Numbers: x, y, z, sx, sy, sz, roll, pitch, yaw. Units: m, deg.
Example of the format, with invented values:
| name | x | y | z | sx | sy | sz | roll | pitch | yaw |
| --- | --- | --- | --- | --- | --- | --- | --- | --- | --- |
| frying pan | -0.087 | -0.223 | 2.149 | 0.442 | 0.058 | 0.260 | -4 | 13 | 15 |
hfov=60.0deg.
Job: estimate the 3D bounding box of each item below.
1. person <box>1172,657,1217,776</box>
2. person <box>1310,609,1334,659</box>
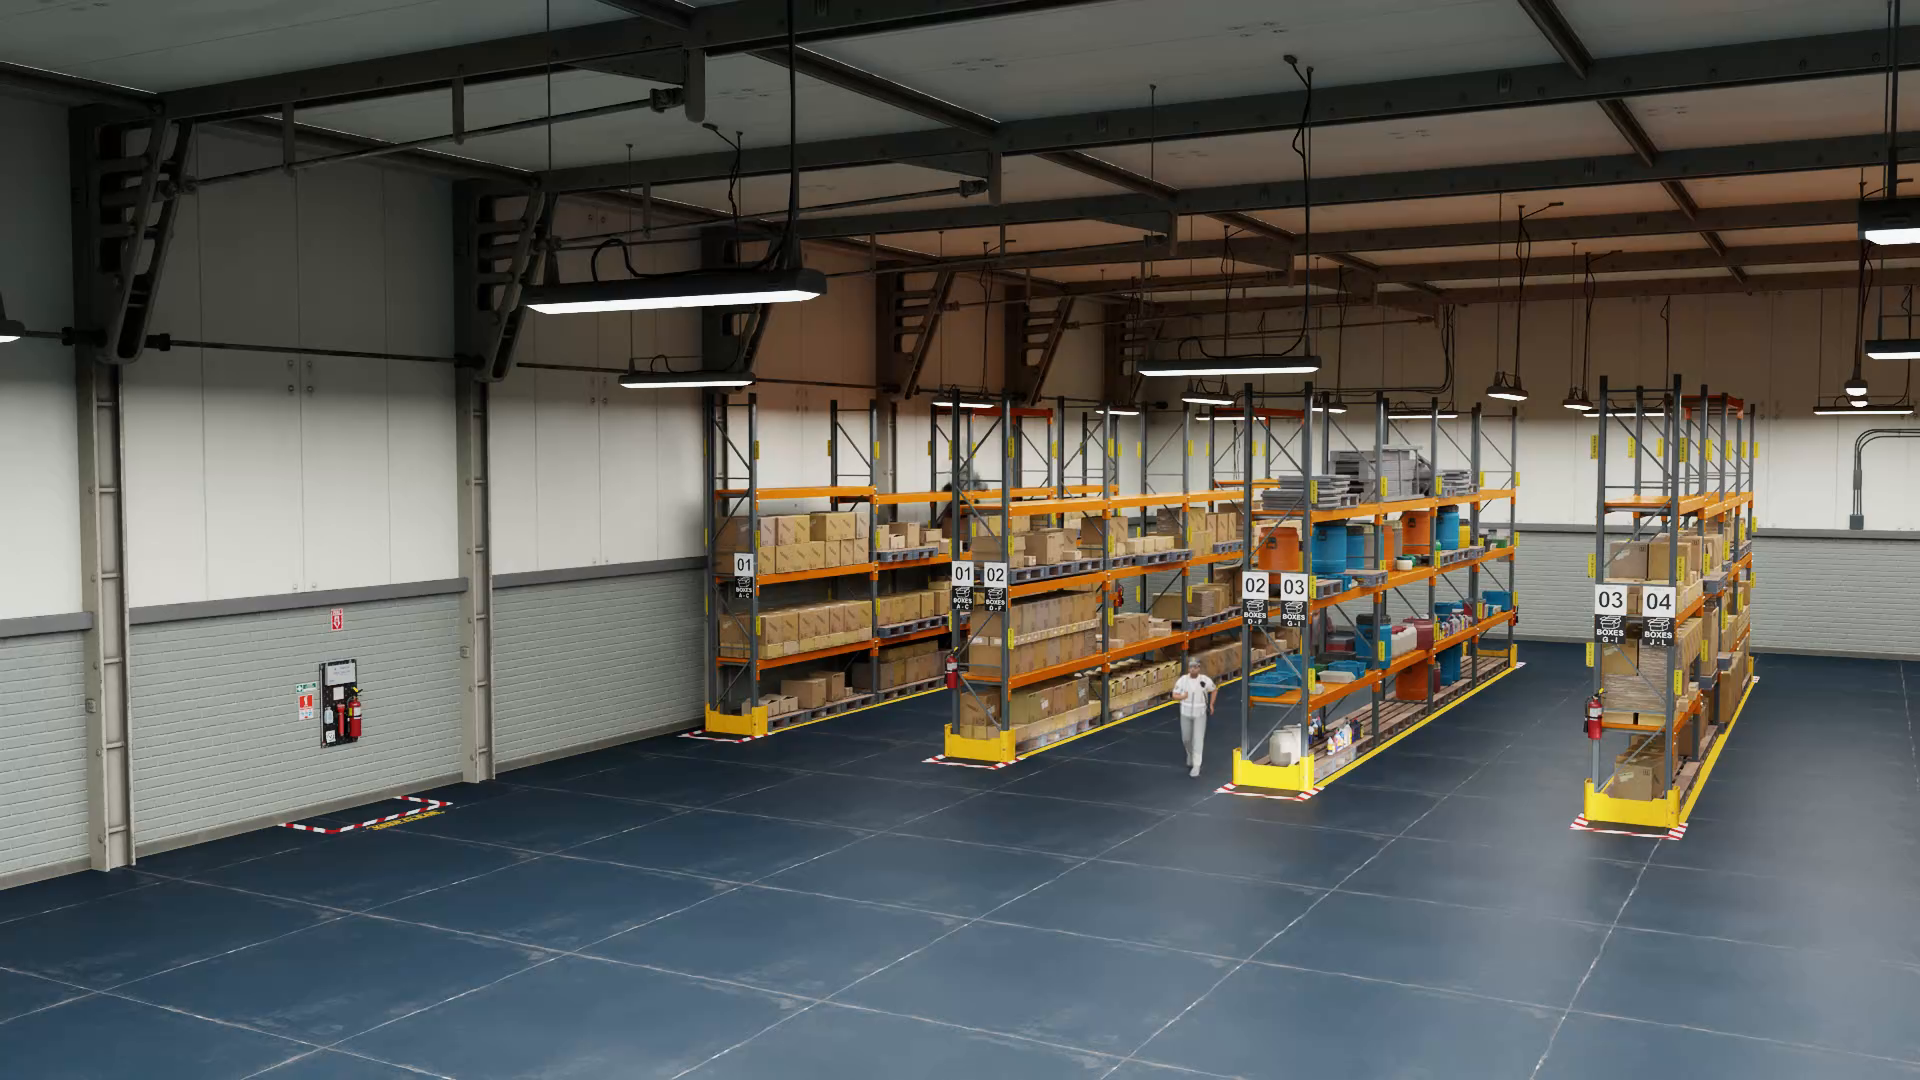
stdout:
| name | x | y | z | sx | sy | sz | roll | pitch | yaw |
| --- | --- | --- | --- | --- | --- | --- | --- | --- | --- |
| person | 3.626 | 2.698 | 25.788 | 0.661 | 1.771 | 0.985 | 1 | 3 | 17 |
| person | 7.562 | 2.203 | 35.257 | 0.705 | 1.756 | 0.955 | 1 | 3 | 21 |
